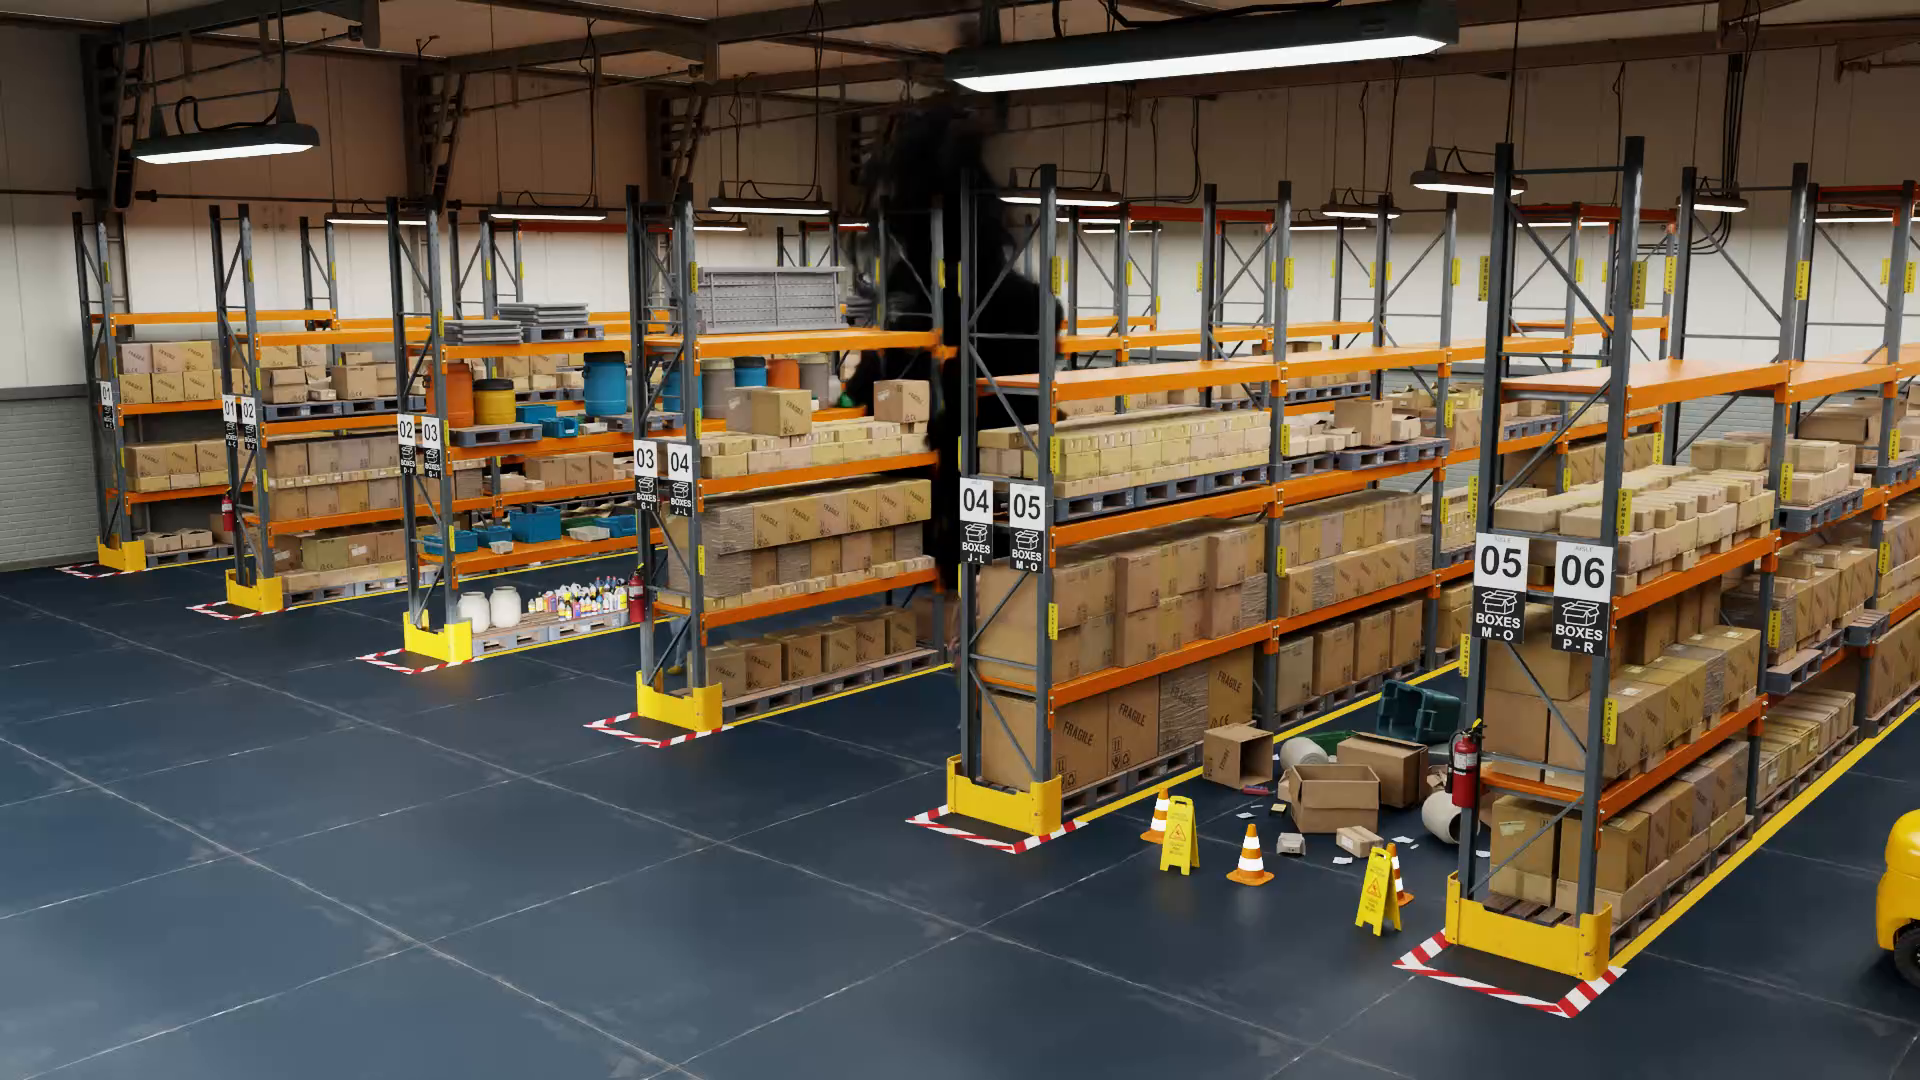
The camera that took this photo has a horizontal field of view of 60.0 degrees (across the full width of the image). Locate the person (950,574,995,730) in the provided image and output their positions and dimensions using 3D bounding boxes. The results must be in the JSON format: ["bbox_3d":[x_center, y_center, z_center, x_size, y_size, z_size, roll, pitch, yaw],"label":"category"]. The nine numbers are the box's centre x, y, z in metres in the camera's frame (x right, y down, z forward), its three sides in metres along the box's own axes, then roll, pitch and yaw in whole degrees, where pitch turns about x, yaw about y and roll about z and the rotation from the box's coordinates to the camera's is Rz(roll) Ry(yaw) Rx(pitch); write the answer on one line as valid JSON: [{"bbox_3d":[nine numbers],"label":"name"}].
[{"bbox_3d":[0.218,1.233,18.605,0.752,1.733,0.760,6,11,34],"label":"person"}]

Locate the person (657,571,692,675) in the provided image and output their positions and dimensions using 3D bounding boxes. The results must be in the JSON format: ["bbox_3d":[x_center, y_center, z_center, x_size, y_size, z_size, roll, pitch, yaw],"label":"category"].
[{"bbox_3d":[-3.475,0.810,21.196,0.700,1.739,0.801,5,11,27],"label":"person"}]
